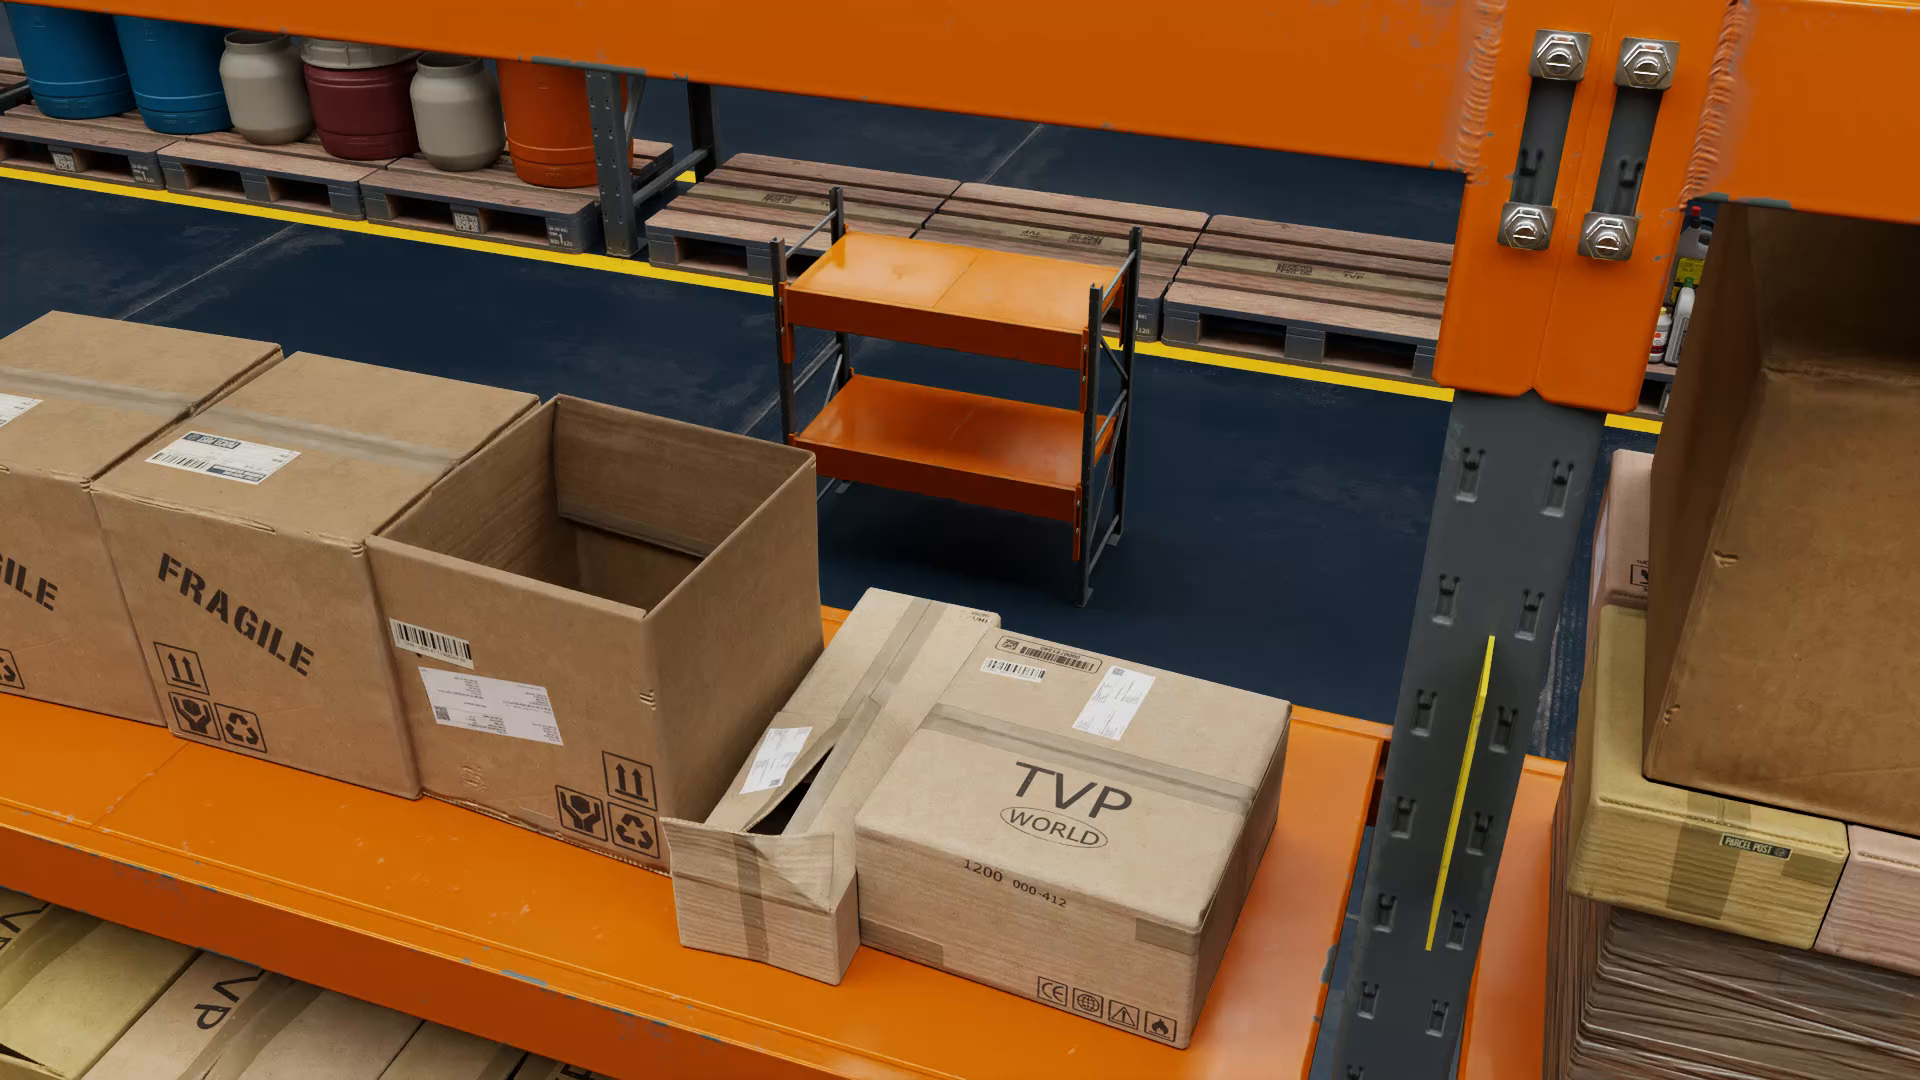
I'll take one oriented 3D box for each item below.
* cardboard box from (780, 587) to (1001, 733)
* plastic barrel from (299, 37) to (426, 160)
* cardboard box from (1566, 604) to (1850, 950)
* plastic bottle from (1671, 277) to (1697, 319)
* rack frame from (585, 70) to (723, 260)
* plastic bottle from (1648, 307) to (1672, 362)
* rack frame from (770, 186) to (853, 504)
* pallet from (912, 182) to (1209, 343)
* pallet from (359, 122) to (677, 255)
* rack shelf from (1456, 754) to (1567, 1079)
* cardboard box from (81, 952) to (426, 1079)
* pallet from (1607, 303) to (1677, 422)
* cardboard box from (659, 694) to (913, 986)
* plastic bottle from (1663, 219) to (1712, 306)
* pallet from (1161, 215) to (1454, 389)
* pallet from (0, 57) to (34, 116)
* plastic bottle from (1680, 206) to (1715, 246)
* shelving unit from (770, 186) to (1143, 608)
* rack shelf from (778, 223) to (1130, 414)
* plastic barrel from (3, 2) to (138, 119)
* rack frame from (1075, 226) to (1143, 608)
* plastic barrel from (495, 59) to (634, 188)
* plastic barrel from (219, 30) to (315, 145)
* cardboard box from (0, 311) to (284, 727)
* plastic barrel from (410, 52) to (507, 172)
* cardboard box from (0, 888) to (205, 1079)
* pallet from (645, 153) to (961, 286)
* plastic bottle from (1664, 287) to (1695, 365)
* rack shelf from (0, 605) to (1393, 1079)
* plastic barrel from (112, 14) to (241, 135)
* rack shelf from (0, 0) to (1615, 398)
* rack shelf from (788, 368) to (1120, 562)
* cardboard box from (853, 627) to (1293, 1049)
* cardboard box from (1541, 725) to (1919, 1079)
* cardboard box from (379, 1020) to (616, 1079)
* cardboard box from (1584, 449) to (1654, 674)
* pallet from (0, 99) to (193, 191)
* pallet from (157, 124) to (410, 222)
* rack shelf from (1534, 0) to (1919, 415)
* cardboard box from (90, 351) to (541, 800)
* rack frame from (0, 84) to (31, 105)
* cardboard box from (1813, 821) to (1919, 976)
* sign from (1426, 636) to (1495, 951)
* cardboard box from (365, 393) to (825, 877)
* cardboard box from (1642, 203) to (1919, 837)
[{"bbox_3d":[-0.109,0.262,2.811,0.250,0.149,0.380,11,34,16],"label":"cardboard box"},{"bbox_3d":[-2.964,-2.289,8.366,0.708,0.588,0.600,11,34,16],"label":"plastic barrel"},{"bbox_3d":[0.844,0.256,1.898,0.250,0.149,0.380,11,34,16],"label":"cardboard box"},{"bbox_3d":[2.832,-0.877,6.441,0.133,0.283,0.061,11,34,16],"label":"plastic bottle"},{"bbox_3d":[-1.435,-2.838,7.380,0.127,3.000,1.000,11,34,16],"label":"rack frame"},{"bbox_3d":[2.674,-0.796,6.392,0.097,0.201,0.097,0,33,0],"label":"plastic bottle"},{"bbox_3d":[-0.485,-0.567,5.591,0.032,1.125,0.500,11,34,16],"label":"rack frame"},{"bbox_3d":[0.426,-1.281,7.539,1.213,0.211,1.003,11,34,16],"label":"pallet"},{"bbox_3d":[-2.191,-1.790,8.327,1.213,0.211,1.003,11,34,16],"label":"pallet"},{"bbox_3d":[2.539,1.091,1.958,4.000,0.370,1.077,11,34,16],"label":"rack shelf"},{"bbox_3d":[-1.255,0.960,3.129,0.500,0.311,0.500,11,34,16],"label":"cardboard box"},{"bbox_3d":[2.949,-0.790,6.780,1.213,0.211,1.003,11,34,16],"label":"pallet"},{"bbox_3d":[-0.234,0.412,2.471,0.258,0.266,0.396,10,34,15],"label":"cardboard box"},{"bbox_3d":[2.985,-1.134,6.777,0.185,0.351,0.144,11,34,16],"label":"plastic bottle"},{"bbox_3d":[1.578,-1.058,7.195,1.213,0.211,1.003,11,34,16],"label":"pallet"},{"bbox_3d":[-5.906,-2.513,9.448,1.213,0.211,1.003,11,34,16],"label":"pallet"},{"bbox_3d":[3.034,-1.207,6.891,0.185,0.351,0.144,10,34,15],"label":"plastic bottle"},{"bbox_3d":[-0.006,-0.474,5.447,1.048,1.125,0.538,11,34,16],"label":"shelving unit"},{"bbox_3d":[-0.006,-0.720,5.288,1.000,0.278,0.538,11,34,16],"label":"rack shelf"},{"bbox_3d":[-4.694,-2.757,8.801,0.708,0.901,0.600,11,34,16],"label":"plastic barrel"},{"bbox_3d":[0.472,-0.381,5.303,0.032,1.125,0.500,11,34,16],"label":"rack frame"},{"bbox_3d":[-1.901,-2.184,7.980,0.708,0.830,0.600,11,34,16],"label":"plastic barrel"},{"bbox_3d":[-3.526,-2.314,8.476,0.421,0.512,0.421,0,33,0],"label":"plastic barrel"},{"bbox_3d":[-1.524,-0.053,2.974,0.500,0.500,0.500,9,34,14],"label":"cardboard box"},{"bbox_3d":[-2.463,-2.108,8.156,0.421,0.512,0.421,0,33,0],"label":"plastic barrel"},{"bbox_3d":[-1.739,0.866,3.274,0.500,0.311,0.500,10,34,15],"label":"cardboard box"},{"bbox_3d":[-0.719,-1.505,7.886,1.213,0.211,1.003,11,34,16],"label":"pallet"},{"bbox_3d":[2.796,-0.819,6.359,0.135,0.276,0.152,12,35,18],"label":"plastic bottle"},{"bbox_3d":[-1.227,0.359,3.092,4.000,0.370,1.077,11,34,16],"label":"rack shelf"},{"bbox_3d":[-4.027,-2.627,8.601,0.708,0.901,0.600,11,34,16],"label":"plastic barrel"},{"bbox_3d":[-1.227,-0.901,2.279,4.000,0.370,1.077,11,34,16],"label":"rack shelf"},{"bbox_3d":[-0.006,-0.268,5.579,1.000,0.278,0.538,11,34,16],"label":"rack shelf"},{"bbox_3d":[0.178,0.418,2.476,0.500,0.250,0.500,13,35,19],"label":"cardboard box"},{"bbox_3d":[1.076,0.459,2.182,0.500,0.500,0.700,10,34,15],"label":"cardboard box"},{"bbox_3d":[-0.783,1.053,2.984,0.500,0.311,0.500,11,34,16],"label":"cardboard box"},{"bbox_3d":[0.984,0.048,2.219,0.250,0.149,0.380,11,34,16],"label":"cardboard box"},{"bbox_3d":[-4.488,-2.236,9.019,1.213,0.211,1.003,11,34,16],"label":"pallet"},{"bbox_3d":[-3.336,-2.014,8.674,1.213,0.211,1.003,11,34,16],"label":"pallet"},{"bbox_3d":[2.539,-0.169,1.145,4.000,0.370,1.077,11,34,16],"label":"rack shelf"},{"bbox_3d":[-1.029,0.044,2.825,0.500,0.500,0.500,11,34,17],"label":"cardboard box"},{"bbox_3d":[-5.200,-3.570,8.514,0.127,3.000,1.000,11,34,16],"label":"rack frame"},{"bbox_3d":[1.080,0.302,1.827,0.250,0.149,0.380,12,35,17],"label":"cardboard box"},{"bbox_3d":[0.482,0.248,1.606,0.005,0.325,0.100,11,34,16],"label":"sign"},{"bbox_3d":[-0.557,0.135,2.683,0.500,0.500,0.500,14,35,20],"label":"cardboard box"},{"bbox_3d":[1.076,-0.087,1.830,0.500,0.500,0.700,11,34,17],"label":"cardboard box"}]
